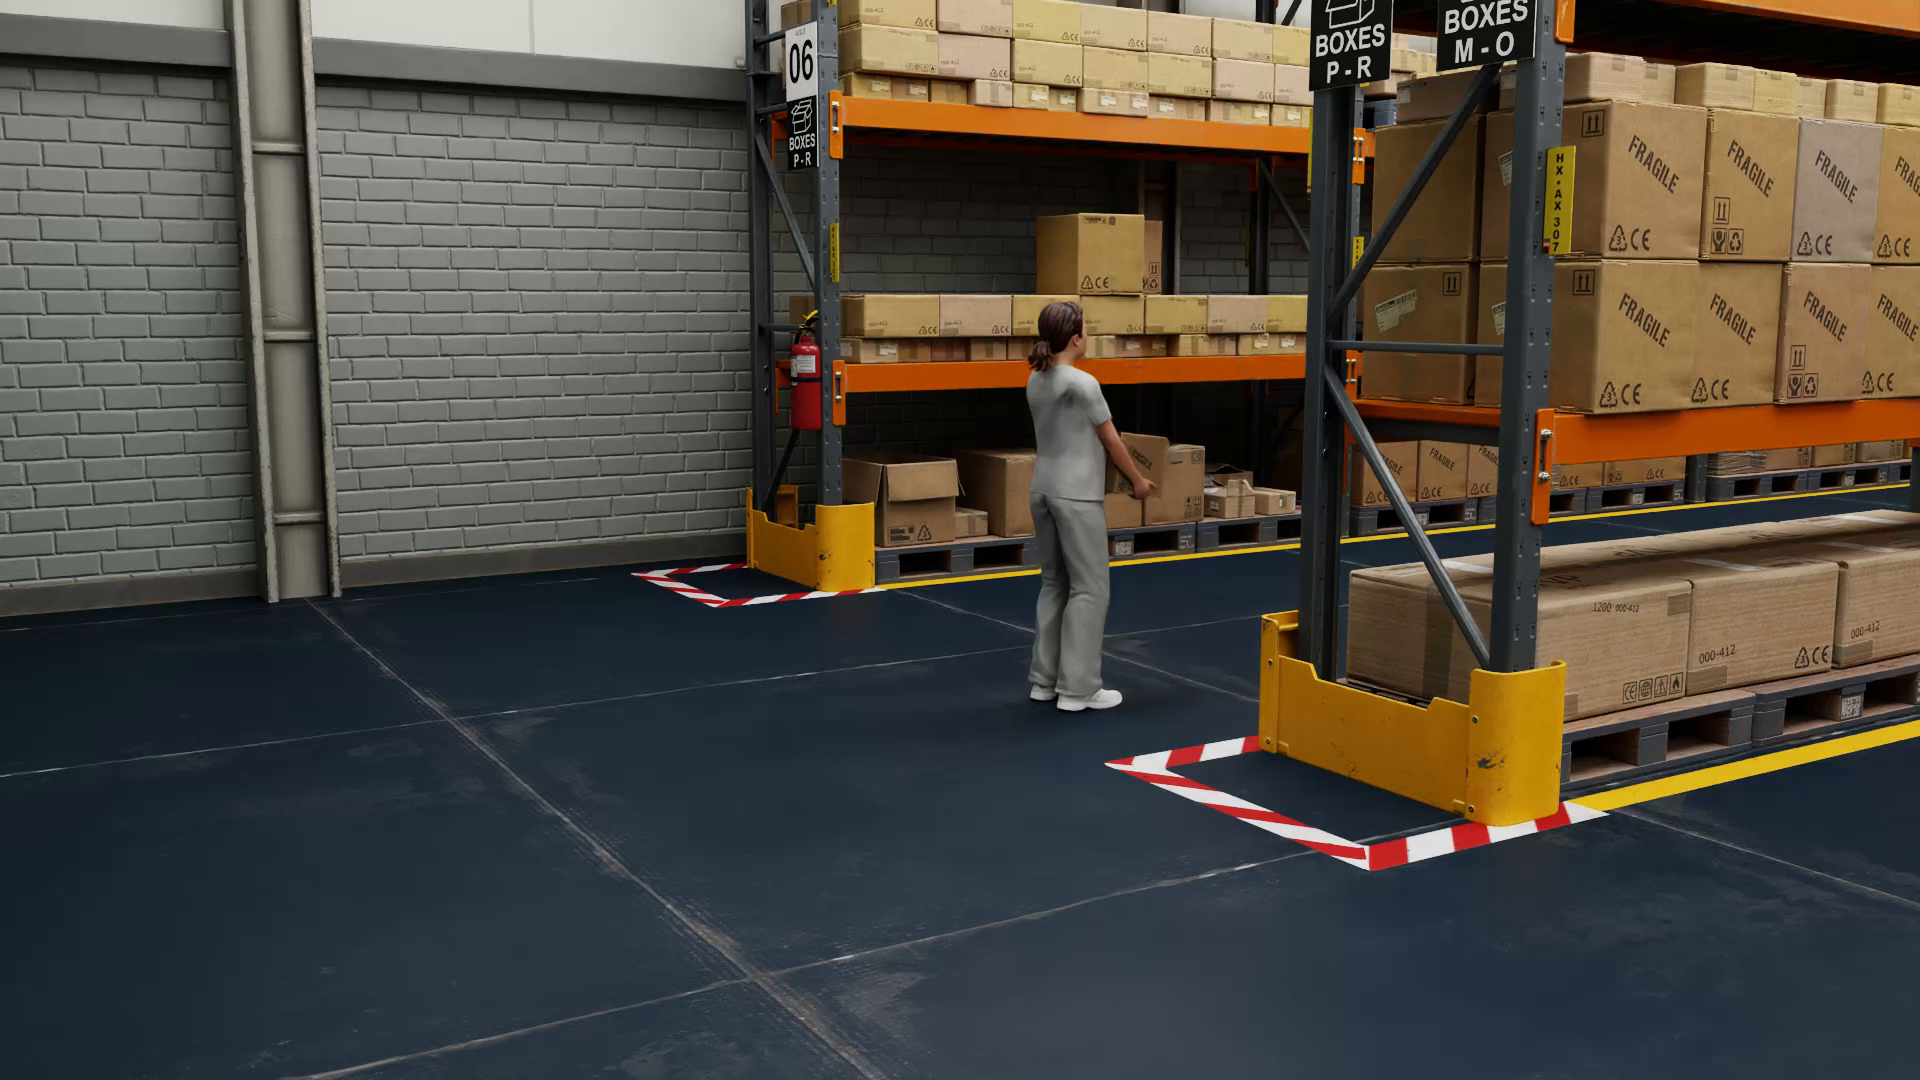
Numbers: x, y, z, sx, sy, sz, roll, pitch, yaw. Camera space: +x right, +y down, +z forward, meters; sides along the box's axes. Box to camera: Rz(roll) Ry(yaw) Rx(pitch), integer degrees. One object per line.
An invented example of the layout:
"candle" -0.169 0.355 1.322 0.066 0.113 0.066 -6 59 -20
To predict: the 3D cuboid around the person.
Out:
"person" 0.515 -0.147 6.889 0.542 1.668 0.424 -5 10 -31
